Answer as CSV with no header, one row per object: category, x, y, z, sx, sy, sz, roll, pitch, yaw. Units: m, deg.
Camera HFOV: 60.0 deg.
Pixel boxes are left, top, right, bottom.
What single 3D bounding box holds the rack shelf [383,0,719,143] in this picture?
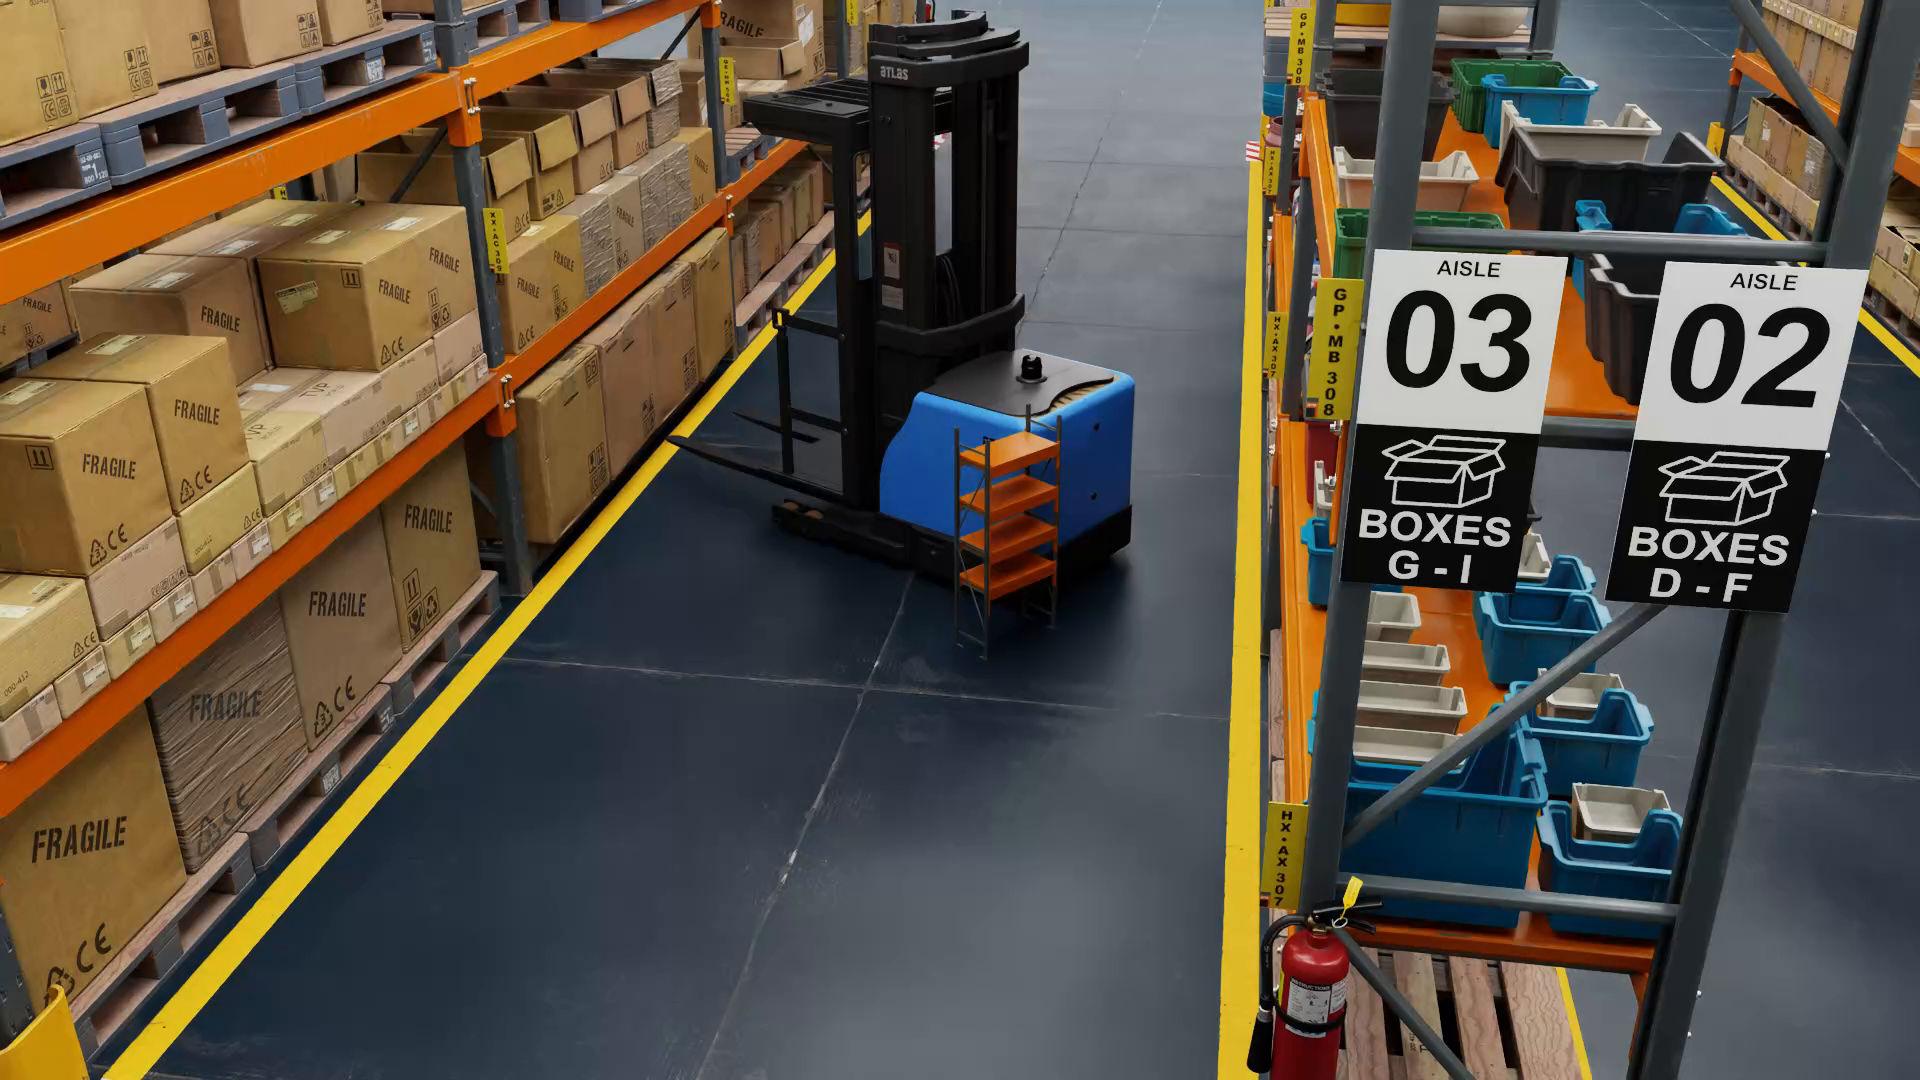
rack shelf,-2.528,-2.965,9.856,1.077,0.370,4.000,4,25,9

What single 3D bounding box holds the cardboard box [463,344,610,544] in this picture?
cardboard box,-2.770,-0.593,9.489,1.225,0.875,0.875,4,25,9

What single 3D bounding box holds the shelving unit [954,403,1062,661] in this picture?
shelving unit,0.238,-0.038,8.416,0.503,1.200,0.258,-21,32,-38

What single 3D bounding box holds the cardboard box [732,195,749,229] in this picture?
cardboard box,-2.044,-2.680,13.483,0.500,0.250,0.500,7,26,14

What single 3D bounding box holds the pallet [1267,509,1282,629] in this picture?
pallet,2.199,0.191,9.094,1.003,0.211,1.213,4,25,9

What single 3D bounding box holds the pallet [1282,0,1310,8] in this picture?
pallet,2.246,-2.835,8.952,1.003,0.211,1.213,4,25,9

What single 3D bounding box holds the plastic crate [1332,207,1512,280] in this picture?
plastic crate,1.257,-0.774,4.578,0.450,0.188,0.336,4,25,9

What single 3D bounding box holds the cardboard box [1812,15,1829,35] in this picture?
cardboard box,8.308,-4.864,15.719,0.380,0.149,0.250,5,26,10

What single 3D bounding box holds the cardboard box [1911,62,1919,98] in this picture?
cardboard box,8.292,-3.985,14.607,0.700,0.500,0.500,3,25,7

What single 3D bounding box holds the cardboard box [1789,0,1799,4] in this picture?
cardboard box,8.701,-5.623,16.576,0.700,0.500,0.500,3,25,7

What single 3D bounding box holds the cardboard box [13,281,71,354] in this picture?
cardboard box,-7.016,-1.702,12.302,0.500,0.500,0.500,5,26,11

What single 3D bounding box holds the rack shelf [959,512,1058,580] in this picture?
rack shelf,0.239,0.023,8.445,0.480,0.148,0.258,-21,32,-38

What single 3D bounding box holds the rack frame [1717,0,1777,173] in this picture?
rack frame,8.879,-5.427,17.805,1.000,3.000,0.127,4,25,9

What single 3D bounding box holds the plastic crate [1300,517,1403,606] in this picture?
plastic crate,1.461,0.092,6.141,0.416,0.233,0.300,4,25,9

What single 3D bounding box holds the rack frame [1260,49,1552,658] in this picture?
rack frame,2.032,-0.753,7.819,1.000,3.000,0.127,4,25,9

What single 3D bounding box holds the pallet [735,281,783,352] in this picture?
pallet,-2.072,-1.832,13.416,1.003,0.211,1.213,4,25,9

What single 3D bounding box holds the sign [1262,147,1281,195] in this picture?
sign,2.141,-2.535,11.434,0.100,0.325,0.005,4,25,9

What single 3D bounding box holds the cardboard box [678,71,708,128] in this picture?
cardboard box,-2.152,-3.233,12.505,0.500,0.500,0.500,1,25,2

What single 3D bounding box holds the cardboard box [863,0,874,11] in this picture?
cardboard box,-1.143,-5.454,16.216,0.500,0.500,0.500,4,25,9

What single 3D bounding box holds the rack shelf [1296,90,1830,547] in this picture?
rack shelf,1.705,-0.949,5.549,1.077,0.370,4.000,4,25,9

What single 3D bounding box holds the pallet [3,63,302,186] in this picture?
pallet,-3.200,-1.564,6.119,1.003,0.211,1.213,4,25,9

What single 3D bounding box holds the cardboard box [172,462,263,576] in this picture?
cardboard box,-3.000,-0.099,6.250,0.500,0.250,0.500,3,25,7

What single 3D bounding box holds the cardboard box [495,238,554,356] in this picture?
cardboard box,-2.533,-1.316,8.905,0.500,0.500,0.500,4,25,9

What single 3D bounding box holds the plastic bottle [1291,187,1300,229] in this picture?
plastic bottle,2.296,-2.211,11.081,0.152,0.276,0.135,4,25,9

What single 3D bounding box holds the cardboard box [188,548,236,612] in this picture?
cardboard box,-2.959,0.136,6.219,0.380,0.149,0.250,4,25,7

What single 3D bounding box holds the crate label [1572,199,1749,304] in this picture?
crate label,1.847,-0.734,4.418,0.408,0.251,0.502,4,25,9

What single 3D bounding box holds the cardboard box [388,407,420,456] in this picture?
cardboard box,-2.707,-0.509,7.596,0.380,0.149,0.250,4,25,9

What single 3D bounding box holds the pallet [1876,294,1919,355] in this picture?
pallet,7.946,-1.668,13.065,1.003,0.211,1.213,4,25,9

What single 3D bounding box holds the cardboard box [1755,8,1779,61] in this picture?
cardboard box,8.790,-5.278,17.369,0.700,0.500,0.500,4,25,9

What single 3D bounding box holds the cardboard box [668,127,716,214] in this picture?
cardboard box,-2.037,-2.590,11.628,0.500,0.500,0.500,5,26,10

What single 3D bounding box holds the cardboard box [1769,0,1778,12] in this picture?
cardboard box,8.562,-5.506,17.091,0.380,0.149,0.250,3,25,7

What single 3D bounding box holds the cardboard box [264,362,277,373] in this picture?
cardboard box,-3.276,-0.776,7.697,0.500,0.250,0.500,4,25,8

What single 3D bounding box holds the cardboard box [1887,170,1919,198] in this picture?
cardboard box,8.610,-3.210,14.934,0.500,0.500,0.500,4,25,9

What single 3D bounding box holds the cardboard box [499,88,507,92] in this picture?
cardboard box,-5.816,-5.440,19.845,0.875,0.875,0.875,4,25,9

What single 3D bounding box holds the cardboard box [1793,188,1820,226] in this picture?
cardboard box,8.177,-3.116,15.617,0.500,0.250,0.500,4,25,9

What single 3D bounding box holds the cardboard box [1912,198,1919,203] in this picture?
cardboard box,8.442,-2.763,14.202,0.500,0.311,0.500,4,25,9

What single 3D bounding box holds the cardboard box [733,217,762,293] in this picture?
cardboard box,-2.033,-2.350,13.662,0.700,0.500,0.500,2,25,4

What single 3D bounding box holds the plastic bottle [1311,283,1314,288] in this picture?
plastic bottle,1.919,-1.247,9.023,0.152,0.276,0.135,4,25,9

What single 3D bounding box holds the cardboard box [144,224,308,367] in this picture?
cardboard box,-3.273,-1.114,7.533,0.500,0.500,0.500,4,25,9

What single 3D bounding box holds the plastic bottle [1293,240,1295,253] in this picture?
plastic bottle,2.152,-1.881,10.465,0.097,0.201,0.097,0,25,0

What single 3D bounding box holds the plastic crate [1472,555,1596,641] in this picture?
plastic crate,2.007,0.212,5.885,0.416,0.233,0.300,4,25,9

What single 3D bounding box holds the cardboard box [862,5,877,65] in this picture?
cardboard box,-1.296,-5.012,16.451,0.875,0.500,0.500,4,25,9

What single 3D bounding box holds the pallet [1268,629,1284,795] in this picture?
pallet,1.950,0.821,7.748,1.003,0.211,1.213,4,25,9

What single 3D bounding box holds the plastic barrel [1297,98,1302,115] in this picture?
plastic barrel,2.712,-3.097,12.697,0.421,0.512,0.421,0,25,0

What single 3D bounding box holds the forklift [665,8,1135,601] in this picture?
forklift,-0.491,-1.491,9.478,3.031,2.935,1.130,18,31,34

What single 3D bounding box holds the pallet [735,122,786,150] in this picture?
pallet,-1.918,-3.513,13.942,1.003,0.211,1.213,4,25,9

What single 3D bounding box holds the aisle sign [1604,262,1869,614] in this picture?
aisle sign,1.659,-0.206,3.586,0.394,0.787,0.004,4,25,9

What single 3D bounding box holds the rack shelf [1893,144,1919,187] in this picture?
rack shelf,7.898,-2.591,12.597,1.077,0.370,4.000,4,25,9

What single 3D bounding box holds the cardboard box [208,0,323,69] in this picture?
cardboard box,-3.016,-2.179,6.597,0.700,0.500,0.500,5,26,11
